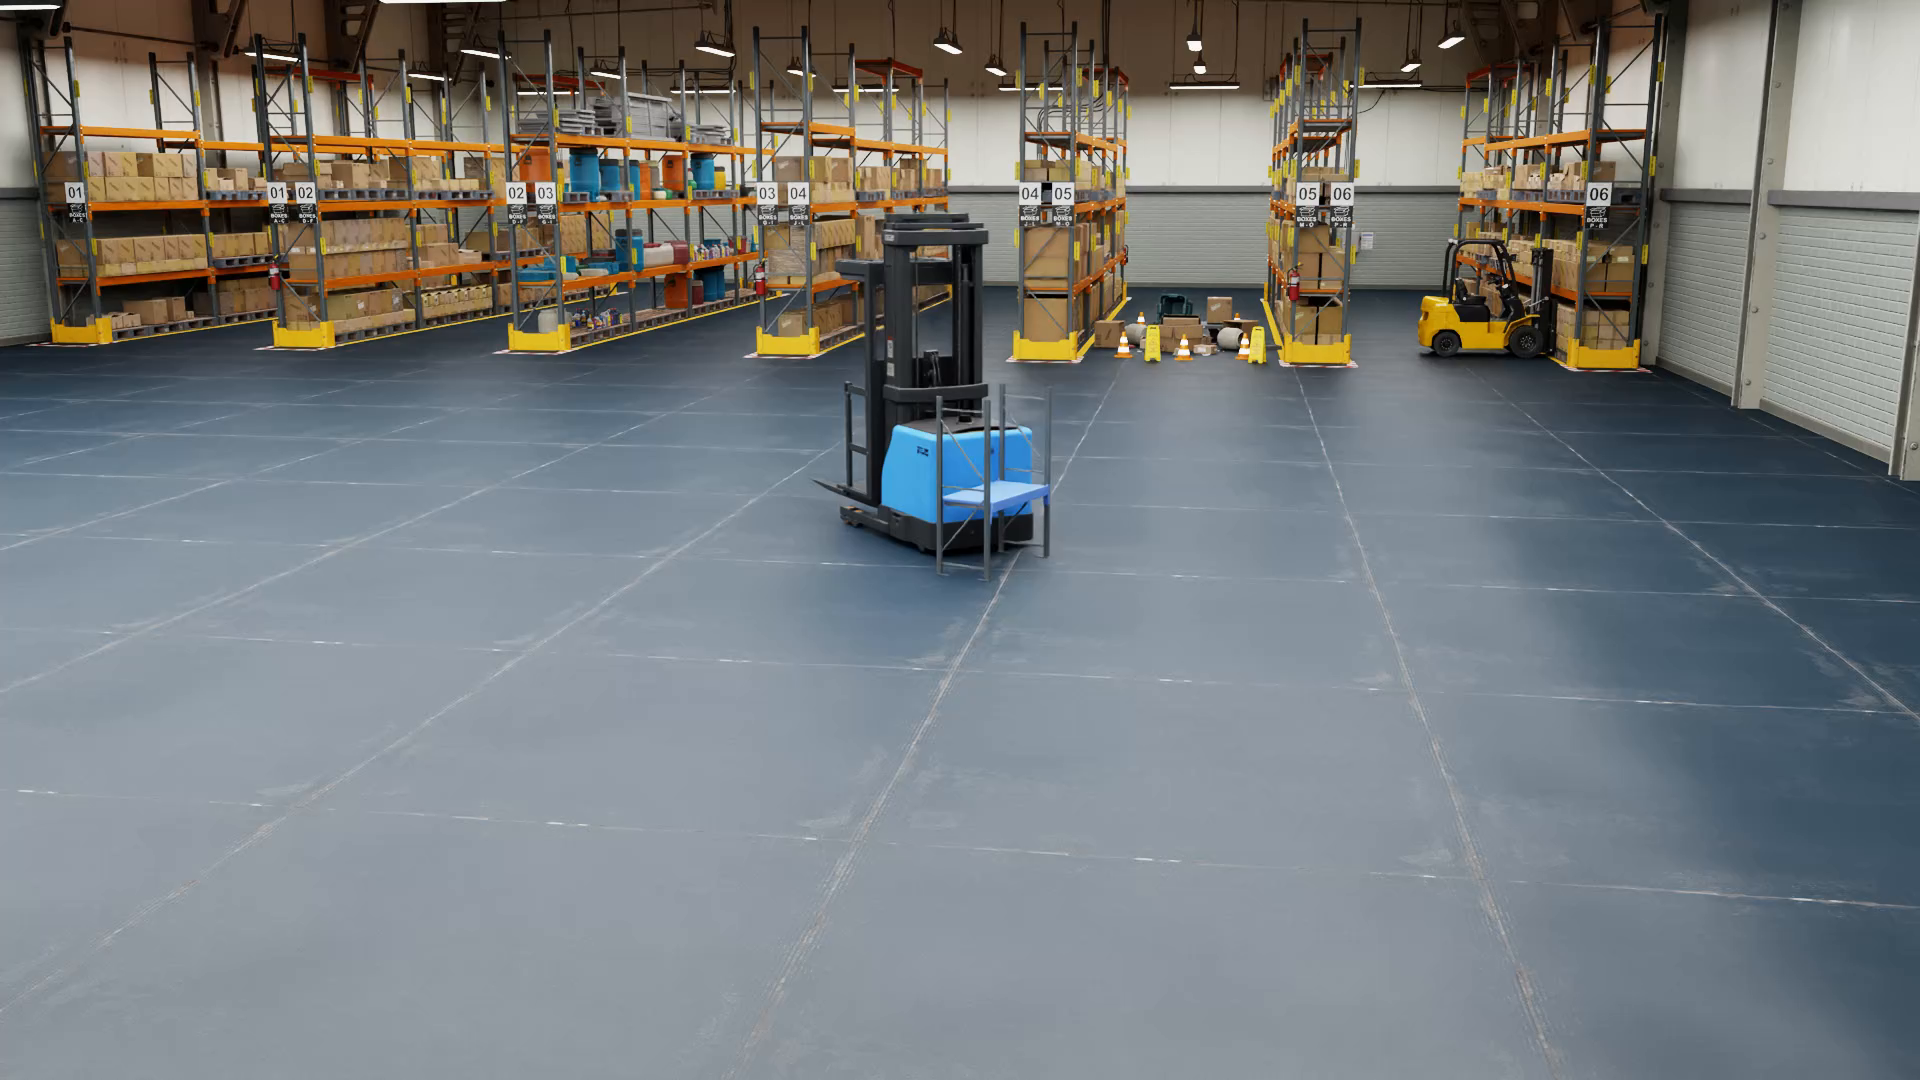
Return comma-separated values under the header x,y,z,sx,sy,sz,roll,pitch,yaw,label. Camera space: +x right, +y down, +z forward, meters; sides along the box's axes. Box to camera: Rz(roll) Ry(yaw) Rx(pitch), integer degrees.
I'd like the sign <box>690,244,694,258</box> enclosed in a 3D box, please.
x,y,z,sx,sy,sz,roll,pitch,yaw,label
-6.418,-6.913,39.820,0.100,0.325,0.005,2,12,9,sign

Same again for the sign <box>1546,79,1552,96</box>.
x,y,z,sx,sy,sz,roll,pitch,yaw,label
11.475,-8.818,32.404,0.100,0.325,0.005,2,12,9,sign

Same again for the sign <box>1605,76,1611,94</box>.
x,y,z,sx,sy,sz,roll,pitch,yaw,label
12.558,-8.819,32.218,0.100,0.325,0.005,2,12,9,sign

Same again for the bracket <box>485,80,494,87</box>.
x,y,z,sx,sy,sz,roll,pitch,yaw,label
-15.182,-14.687,53.494,0.235,0.232,0.430,2,12,9,bracket

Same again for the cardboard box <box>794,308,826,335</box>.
x,y,z,sx,sy,sz,roll,pitch,yaw,label
-3.014,-4.392,33.445,0.500,0.500,0.500,3,13,14,cardboard box

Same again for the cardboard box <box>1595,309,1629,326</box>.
x,y,z,sx,sy,sz,roll,pitch,yaw,label
11.659,-3.986,29.784,0.500,0.250,0.500,2,12,8,cardboard box

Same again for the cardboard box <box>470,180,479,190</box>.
x,y,z,sx,sy,sz,roll,pitch,yaw,label
-11.871,-8.513,39.870,0.500,0.250,0.500,1,12,4,cardboard box

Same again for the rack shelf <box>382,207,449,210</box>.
x,y,z,sx,sy,sz,roll,pitch,yaw,label
-15.829,-9.534,46.958,1.077,0.370,4.000,2,12,9,rack shelf

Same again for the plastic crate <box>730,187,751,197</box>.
x,y,z,sx,sy,sz,roll,pitch,yaw,label
-5.886,-9.334,44.633,0.497,0.269,0.590,2,12,9,plastic crate

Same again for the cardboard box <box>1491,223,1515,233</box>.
x,y,z,sx,sy,sz,roll,pitch,yaw,label
13.735,-7.781,42.104,0.500,0.500,0.500,2,12,7,cardboard box

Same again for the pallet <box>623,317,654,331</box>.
x,y,z,sx,sy,sz,roll,pitch,yaw,label
-7.496,-4.819,37.108,1.003,0.211,1.213,2,12,9,pallet

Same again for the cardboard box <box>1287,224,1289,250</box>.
x,y,z,sx,sy,sz,roll,pitch,yaw,label
6.441,-5.604,30.818,0.700,0.500,0.500,2,12,9,cardboard box

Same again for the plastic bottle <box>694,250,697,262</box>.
x,y,z,sx,sy,sz,roll,pitch,yaw,label
-6.481,-6.939,40.606,0.061,0.283,0.133,2,12,9,plastic bottle

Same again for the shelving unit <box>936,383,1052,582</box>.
x,y,z,sx,sy,sz,roll,pitch,yaw,label
0.294,-0.507,14.042,0.538,1.500,1.048,7,14,31,shelving unit

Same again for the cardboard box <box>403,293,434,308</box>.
x,y,z,sx,sy,sz,roll,pitch,yaw,label
-12.162,-5.391,37.346,0.500,0.311,0.500,2,12,9,cardboard box

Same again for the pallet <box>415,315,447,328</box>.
x,y,z,sx,sy,sz,roll,pitch,yaw,label
-12.397,-4.970,37.809,1.003,0.211,1.213,2,12,9,pallet

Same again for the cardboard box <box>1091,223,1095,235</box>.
x,y,z,sx,sy,sz,roll,pitch,yaw,label
2.661,-6.847,37.289,0.700,0.500,0.500,2,12,8,cardboard box

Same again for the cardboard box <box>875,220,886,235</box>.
x,y,z,sx,sy,sz,roll,pitch,yaw,label
-1.941,-7.380,39.756,0.797,0.503,0.637,2,12,11,cardboard box

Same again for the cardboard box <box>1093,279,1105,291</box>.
x,y,z,sx,sy,sz,roll,pitch,yaw,label
3.162,-5.993,39.095,0.500,0.250,0.500,1,12,6,cardboard box

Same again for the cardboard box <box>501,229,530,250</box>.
x,y,z,sx,sy,sz,roll,pitch,yaw,label
-11.452,-7.728,42.755,0.700,0.500,0.500,-1,12,-6,cardboard box

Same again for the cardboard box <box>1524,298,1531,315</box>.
x,y,z,sx,sy,sz,roll,pitch,yaw,label
12.209,-4.690,34.532,0.875,0.625,0.625,2,12,8,cardboard box

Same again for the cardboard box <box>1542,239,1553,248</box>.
x,y,z,sx,sy,sz,roll,pitch,yaw,label
11.671,-5.830,32.699,0.380,0.149,0.250,2,12,10,cardboard box

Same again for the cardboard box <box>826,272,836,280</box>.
x,y,z,sx,sy,sz,roll,pitch,yaw,label
-2.693,-5.262,33.141,0.380,0.149,0.250,2,12,9,cardboard box

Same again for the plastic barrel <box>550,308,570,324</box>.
x,y,z,sx,sy,sz,roll,pitch,yaw,label
-8.091,-4.417,33.535,0.421,0.512,0.421,0,12,0,plastic barrel

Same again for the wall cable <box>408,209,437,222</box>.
x,y,z,sx,sy,sz,roll,pitch,yaw,label
-16.260,-9.630,50.402,0.084,1.984,1.851,2,12,9,wall cable

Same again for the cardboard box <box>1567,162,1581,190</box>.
x,y,z,sx,sy,sz,roll,pitch,yaw,label
11.482,-6.622,30.266,0.700,0.500,0.500,2,12,9,cardboard box

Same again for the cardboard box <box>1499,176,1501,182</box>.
x,y,z,sx,sy,sz,roll,pitch,yaw,label
12.588,-8.293,38.192,0.380,0.149,0.250,2,12,9,cardboard box

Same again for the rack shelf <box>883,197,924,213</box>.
x,y,z,sx,sy,sz,roll,pitch,yaw,label
-1.761,-8.220,40.860,1.077,0.370,4.000,2,12,9,rack shelf

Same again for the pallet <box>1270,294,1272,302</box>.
x,y,z,sx,sy,sz,roll,pitch,yaw,label
8.908,-6.501,44.916,1.003,0.211,1.213,2,12,9,pallet

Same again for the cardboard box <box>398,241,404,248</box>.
x,y,z,sx,sy,sz,roll,pitch,yaw,label
-12.342,-6.429,36.186,0.380,0.149,0.250,2,12,7,cardboard box

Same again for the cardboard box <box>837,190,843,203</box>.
x,y,z,sx,sy,sz,roll,pitch,yaw,label
-2.660,-6.931,33.529,0.500,0.250,0.500,2,12,8,cardboard box

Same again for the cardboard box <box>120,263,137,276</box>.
x,y,z,sx,sy,sz,roll,pitch,yaw,label
-17.528,-5.642,34.616,0.500,0.250,0.500,1,12,7,cardboard box

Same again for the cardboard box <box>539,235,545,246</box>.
x,y,z,sx,sy,sz,roll,pitch,yaw,label
-11.418,-8.005,45.036,0.500,0.500,0.500,2,12,10,cardboard box

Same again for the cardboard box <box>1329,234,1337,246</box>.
x,y,z,sx,sy,sz,roll,pitch,yaw,label
7.463,-6.023,34.139,0.500,0.500,0.500,2,12,10,cardboard box

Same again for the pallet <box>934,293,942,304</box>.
x,y,z,sx,sy,sz,roll,pitch,yaw,label
-1.074,-6.569,45.231,1.003,0.211,1.213,2,12,9,pallet

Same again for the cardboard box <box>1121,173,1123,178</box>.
x,y,z,sx,sy,sz,roll,pitch,yaw,label
4.179,-9.766,44.550,0.380,0.149,0.250,2,12,10,cardboard box

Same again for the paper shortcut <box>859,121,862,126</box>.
x,y,z,sx,sy,sz,roll,pitch,yaw,label
-2.385,-9.982,39.876,0.009,0.170,0.078,12,-17,6,paper shortcut

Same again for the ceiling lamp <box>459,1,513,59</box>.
x,y,z,sx,sy,sz,roll,pitch,yaw,label
-9.823,-11.848,35.011,0.800,3.185,2.000,2,12,9,ceiling lamp

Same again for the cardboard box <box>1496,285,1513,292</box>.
x,y,z,sx,sy,sz,roll,pitch,yaw,label
12.673,-5.836,38.607,0.380,0.149,0.250,2,12,8,cardboard box

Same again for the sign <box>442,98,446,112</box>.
x,y,z,sx,sy,sz,roll,pitch,yaw,label
-12.395,-10.454,39.995,0.100,0.325,0.005,2,12,9,sign

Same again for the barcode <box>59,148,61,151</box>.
x,y,z,sx,sy,sz,roll,pitch,yaw,label
-18.367,-7.967,33.941,0.001,0.075,0.075,2,12,9,barcode

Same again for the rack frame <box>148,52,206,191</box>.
x,y,z,sx,sy,sz,roll,pitch,yaw,label
-17.367,-9.271,36.907,1.000,3.000,0.127,2,12,9,rack frame

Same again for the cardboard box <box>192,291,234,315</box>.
x,y,z,sx,sy,sz,roll,pitch,yaw,label
-17.271,-5.485,38.469,0.700,0.500,0.500,2,12,11,cardboard box

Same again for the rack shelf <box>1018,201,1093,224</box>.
x,y,z,sx,sy,sz,roll,pitch,yaw,label
1.894,-6.373,32.289,1.077,0.370,4.000,2,12,9,rack shelf

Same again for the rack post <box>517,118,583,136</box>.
x,y,z,sx,sy,sz,roll,pitch,yaw,label
-7.951,-8.026,32.318,0.937,0.300,0.954,3,13,15,rack post

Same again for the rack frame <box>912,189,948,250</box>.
x,y,z,sx,sy,sz,roll,pitch,yaw,label
-0.839,-8.354,46.896,1.000,3.000,0.127,2,12,9,rack frame

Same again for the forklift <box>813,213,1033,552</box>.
x,y,z,sx,sy,sz,roll,pitch,yaw,label
-0.494,-1.595,15.694,1.130,2.935,3.031,-7,14,-28,forklift

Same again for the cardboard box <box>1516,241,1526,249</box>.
x,y,z,sx,sy,sz,roll,pitch,yaw,label
12.207,-6.352,35.829,0.380,0.149,0.250,2,12,9,cardboard box

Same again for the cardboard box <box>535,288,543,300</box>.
x,y,z,sx,sy,sz,roll,pitch,yaw,label
-11.196,-6.518,43.262,0.500,0.500,0.500,2,12,9,cardboard box

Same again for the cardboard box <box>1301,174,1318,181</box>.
x,y,z,sx,sy,sz,roll,pitch,yaw,label
6.253,-6.516,29.949,0.380,0.149,0.250,2,12,9,cardboard box

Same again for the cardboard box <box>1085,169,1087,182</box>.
x,y,z,sx,sy,sz,roll,pitch,yaw,label
2.222,-7.147,32.590,0.500,0.250,0.500,2,12,8,cardboard box

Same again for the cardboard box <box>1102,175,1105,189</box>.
x,y,z,sx,sy,sz,roll,pitch,yaw,label
2.952,-7.957,36.909,0.500,0.311,0.500,2,12,9,cardboard box
